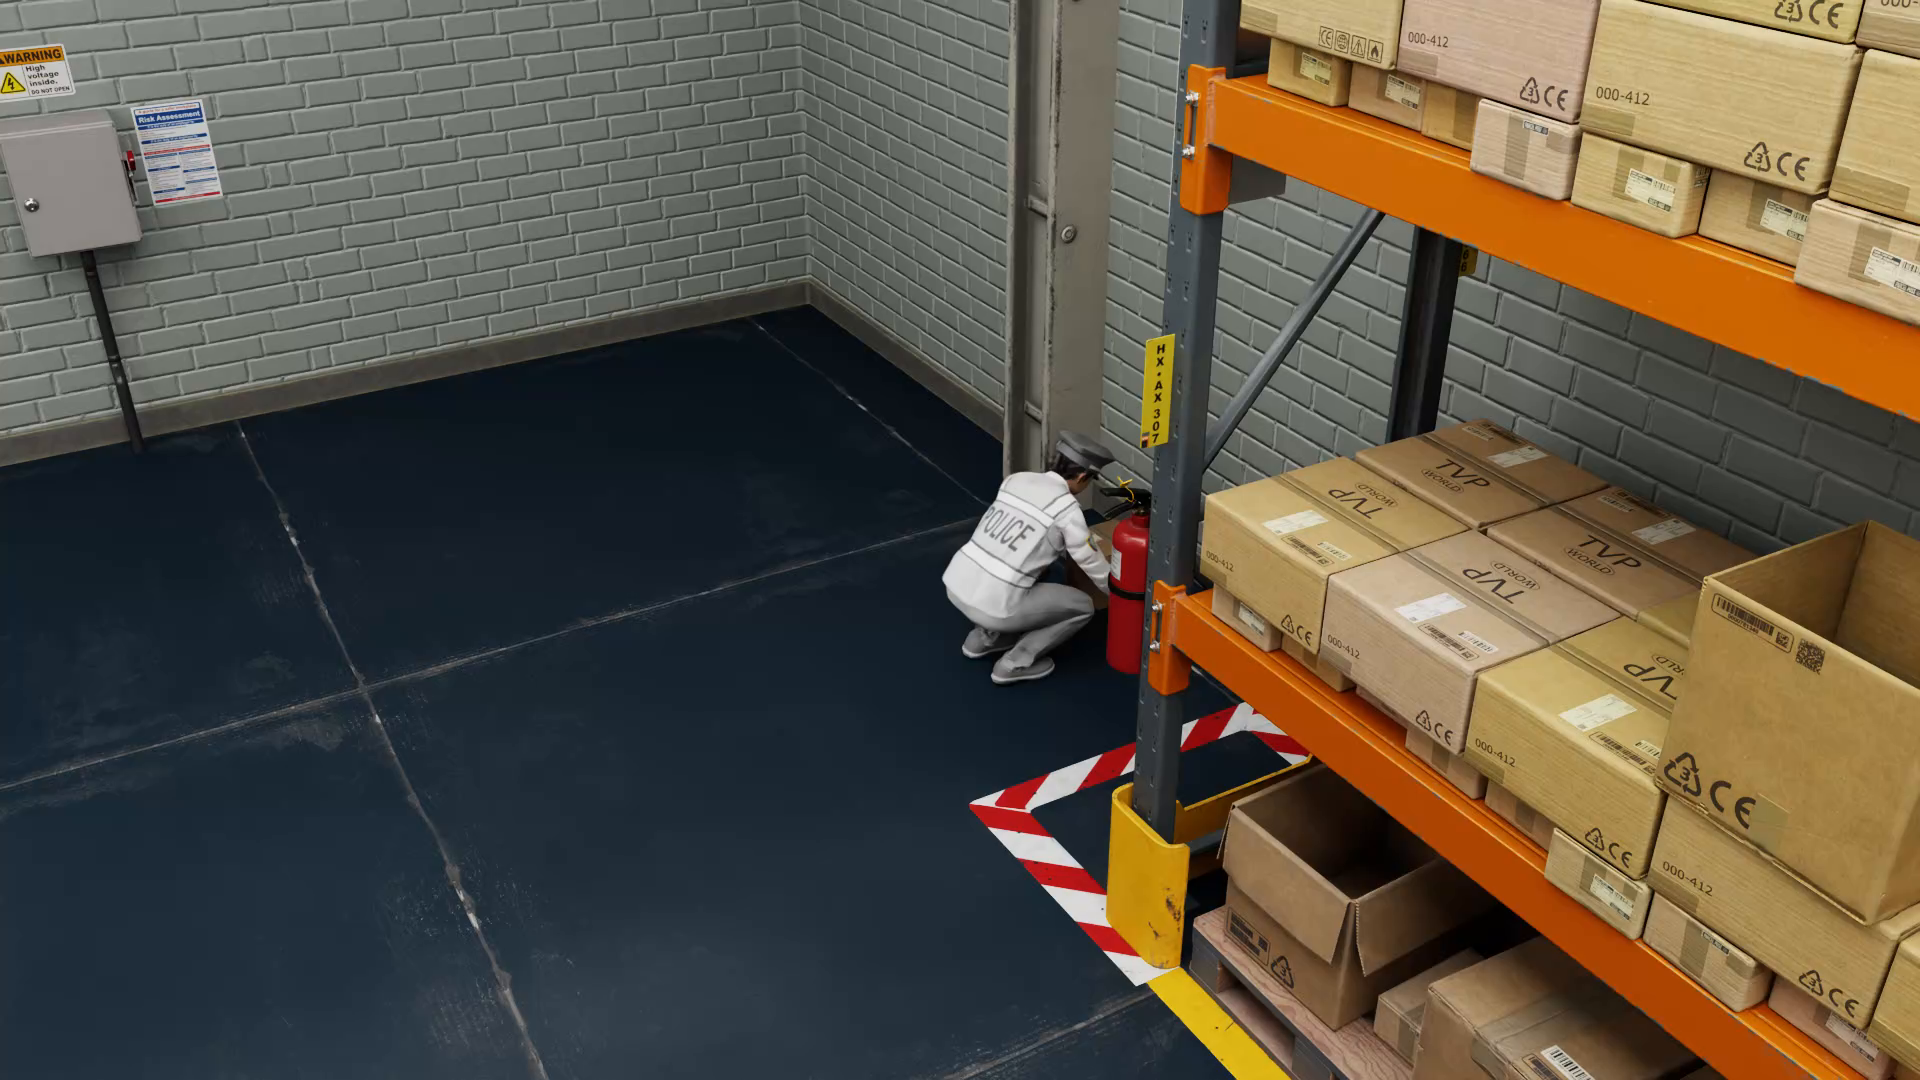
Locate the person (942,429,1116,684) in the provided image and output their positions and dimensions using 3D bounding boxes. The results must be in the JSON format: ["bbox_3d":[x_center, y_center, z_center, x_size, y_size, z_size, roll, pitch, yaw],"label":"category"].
[{"bbox_3d":[0.329,0.058,6.760,0.833,0.960,0.492,-16,33,-27],"label":"person"}]
